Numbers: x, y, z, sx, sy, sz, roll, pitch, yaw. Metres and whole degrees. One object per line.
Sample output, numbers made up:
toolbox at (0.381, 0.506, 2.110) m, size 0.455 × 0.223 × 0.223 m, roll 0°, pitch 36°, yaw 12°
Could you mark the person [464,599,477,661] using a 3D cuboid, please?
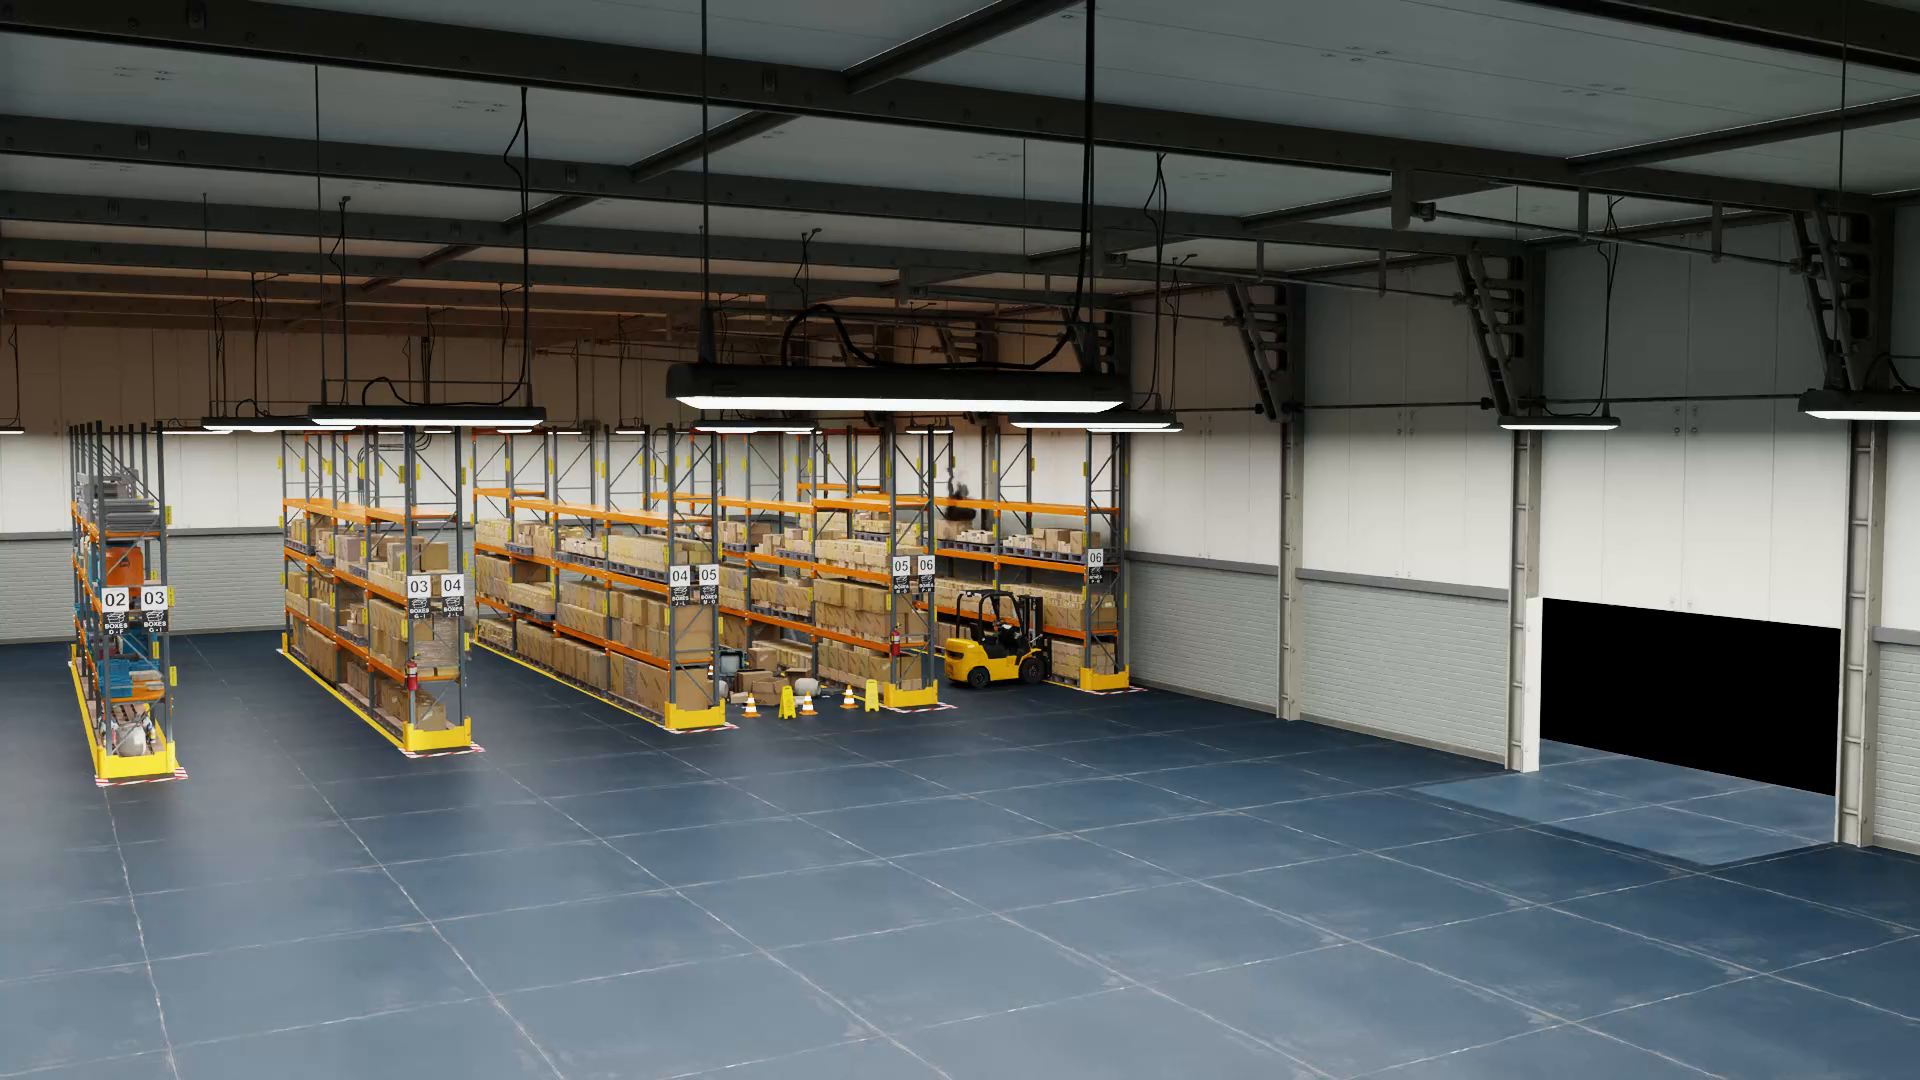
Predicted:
person at (-12.698, 2.301, 42.791) m, size 0.569 × 1.622 × 0.685 m, roll -2°, pitch 4°, yaw -24°
